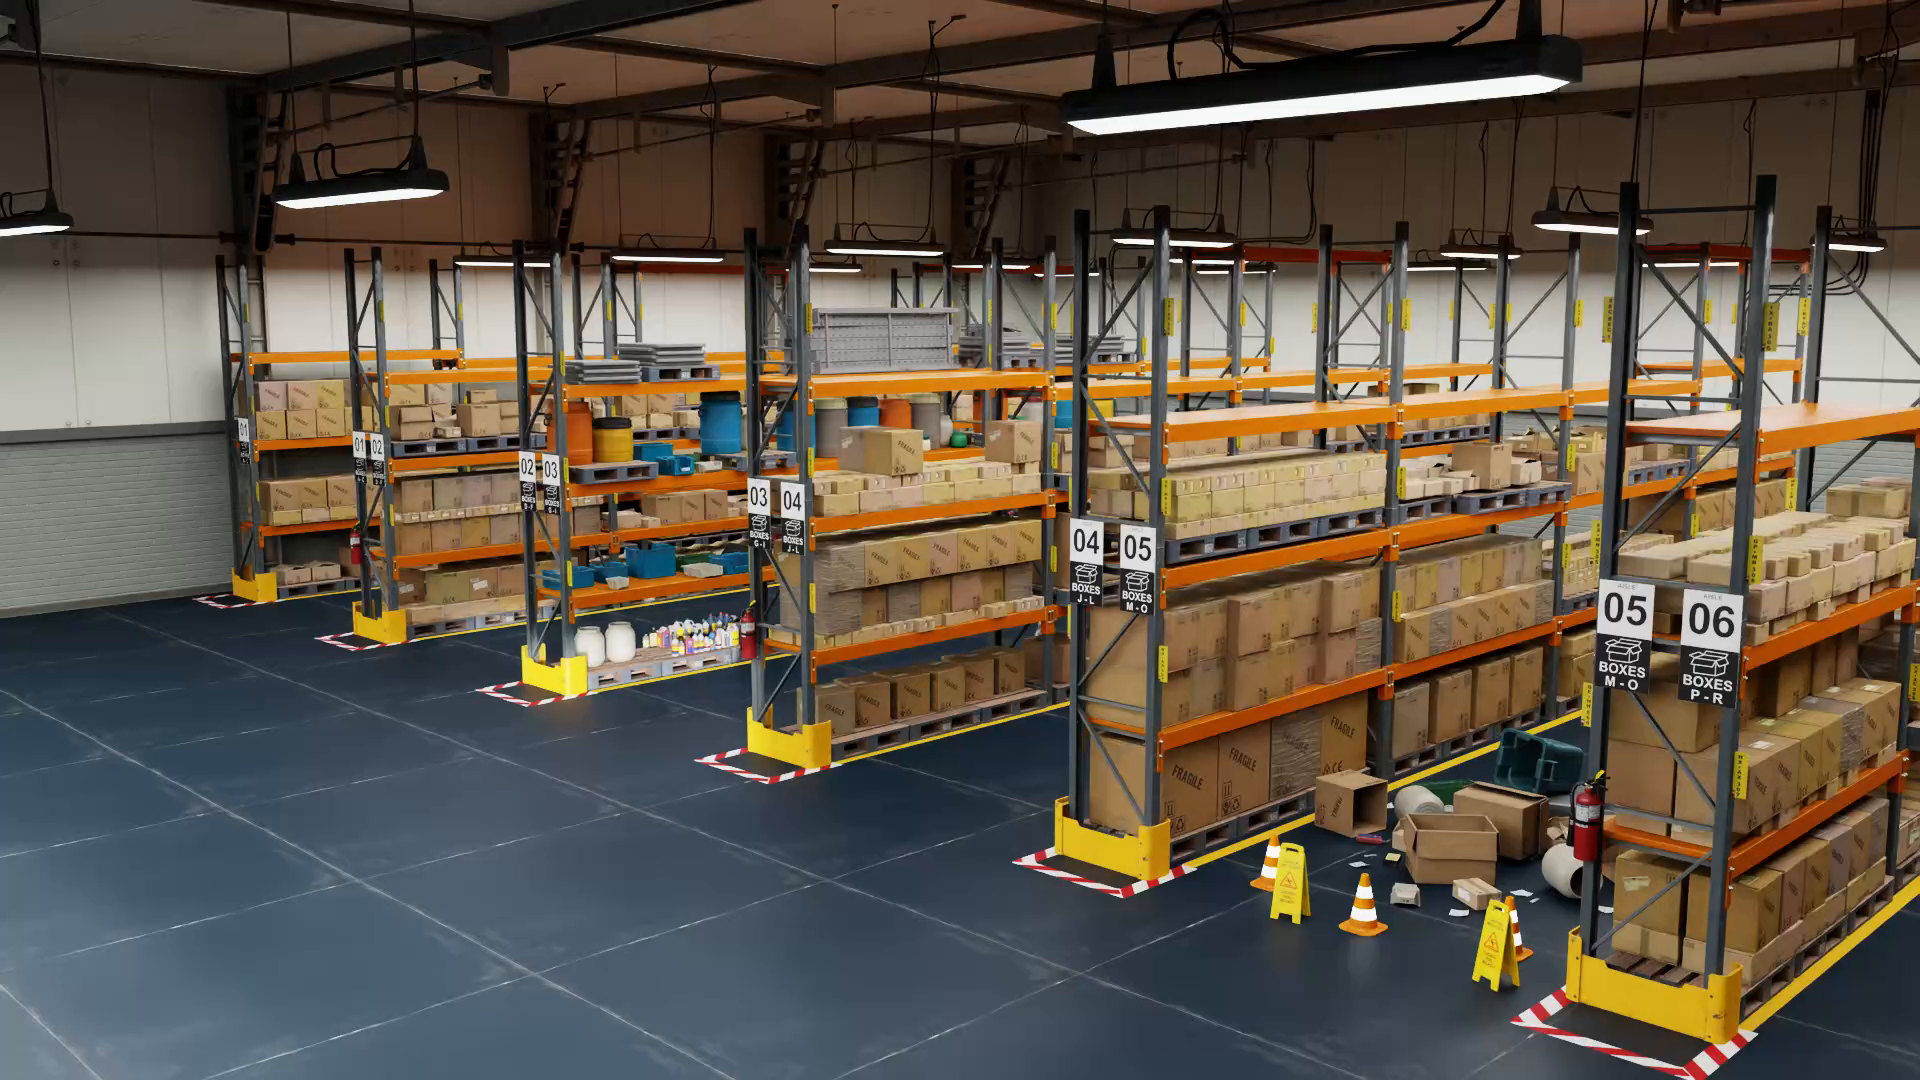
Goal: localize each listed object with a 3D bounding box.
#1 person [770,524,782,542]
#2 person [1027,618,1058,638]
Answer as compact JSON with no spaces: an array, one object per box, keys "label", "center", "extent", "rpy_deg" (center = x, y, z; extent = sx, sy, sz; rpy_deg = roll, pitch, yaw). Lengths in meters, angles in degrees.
[{"label":"person","center":[-3.845,-0.605,35.208],"extent":[0.436,1.568,0.637],"rpy_deg":[6,10,38]},{"label":"person","center":[1.236,0.564,24.177],"extent":[0.438,1.794,0.538],"rpy_deg":[3,9,21]}]
